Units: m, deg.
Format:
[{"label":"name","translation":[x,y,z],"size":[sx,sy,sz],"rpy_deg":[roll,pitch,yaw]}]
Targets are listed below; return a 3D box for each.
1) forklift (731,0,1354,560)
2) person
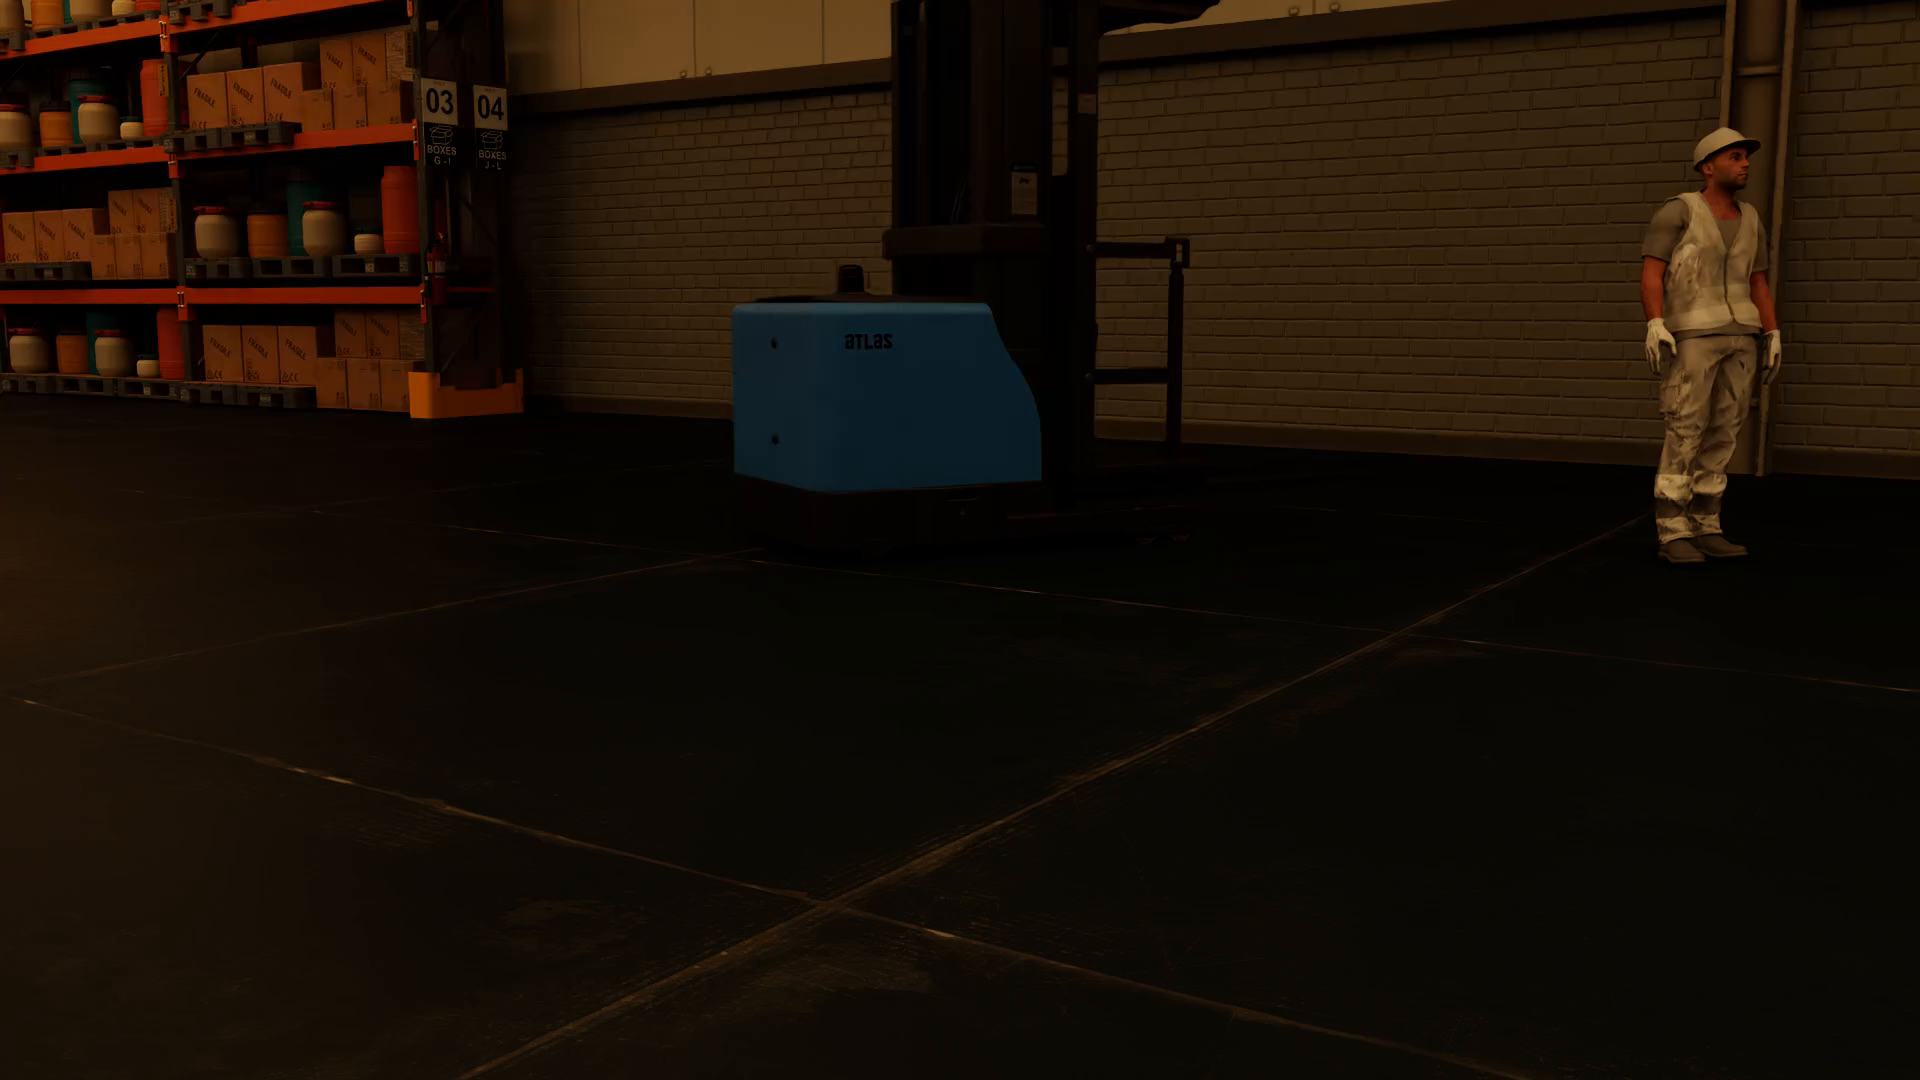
[{"label":"forklift","translation":[0.497,-1.496,7.716],"size":[3.031,2.935,1.130],"rpy_deg":[-5,9,-29]},{"label":"person","translation":[3.161,-0.811,6.900],"size":[0.638,1.787,0.566],"rpy_deg":[-2,8,-13]}]
